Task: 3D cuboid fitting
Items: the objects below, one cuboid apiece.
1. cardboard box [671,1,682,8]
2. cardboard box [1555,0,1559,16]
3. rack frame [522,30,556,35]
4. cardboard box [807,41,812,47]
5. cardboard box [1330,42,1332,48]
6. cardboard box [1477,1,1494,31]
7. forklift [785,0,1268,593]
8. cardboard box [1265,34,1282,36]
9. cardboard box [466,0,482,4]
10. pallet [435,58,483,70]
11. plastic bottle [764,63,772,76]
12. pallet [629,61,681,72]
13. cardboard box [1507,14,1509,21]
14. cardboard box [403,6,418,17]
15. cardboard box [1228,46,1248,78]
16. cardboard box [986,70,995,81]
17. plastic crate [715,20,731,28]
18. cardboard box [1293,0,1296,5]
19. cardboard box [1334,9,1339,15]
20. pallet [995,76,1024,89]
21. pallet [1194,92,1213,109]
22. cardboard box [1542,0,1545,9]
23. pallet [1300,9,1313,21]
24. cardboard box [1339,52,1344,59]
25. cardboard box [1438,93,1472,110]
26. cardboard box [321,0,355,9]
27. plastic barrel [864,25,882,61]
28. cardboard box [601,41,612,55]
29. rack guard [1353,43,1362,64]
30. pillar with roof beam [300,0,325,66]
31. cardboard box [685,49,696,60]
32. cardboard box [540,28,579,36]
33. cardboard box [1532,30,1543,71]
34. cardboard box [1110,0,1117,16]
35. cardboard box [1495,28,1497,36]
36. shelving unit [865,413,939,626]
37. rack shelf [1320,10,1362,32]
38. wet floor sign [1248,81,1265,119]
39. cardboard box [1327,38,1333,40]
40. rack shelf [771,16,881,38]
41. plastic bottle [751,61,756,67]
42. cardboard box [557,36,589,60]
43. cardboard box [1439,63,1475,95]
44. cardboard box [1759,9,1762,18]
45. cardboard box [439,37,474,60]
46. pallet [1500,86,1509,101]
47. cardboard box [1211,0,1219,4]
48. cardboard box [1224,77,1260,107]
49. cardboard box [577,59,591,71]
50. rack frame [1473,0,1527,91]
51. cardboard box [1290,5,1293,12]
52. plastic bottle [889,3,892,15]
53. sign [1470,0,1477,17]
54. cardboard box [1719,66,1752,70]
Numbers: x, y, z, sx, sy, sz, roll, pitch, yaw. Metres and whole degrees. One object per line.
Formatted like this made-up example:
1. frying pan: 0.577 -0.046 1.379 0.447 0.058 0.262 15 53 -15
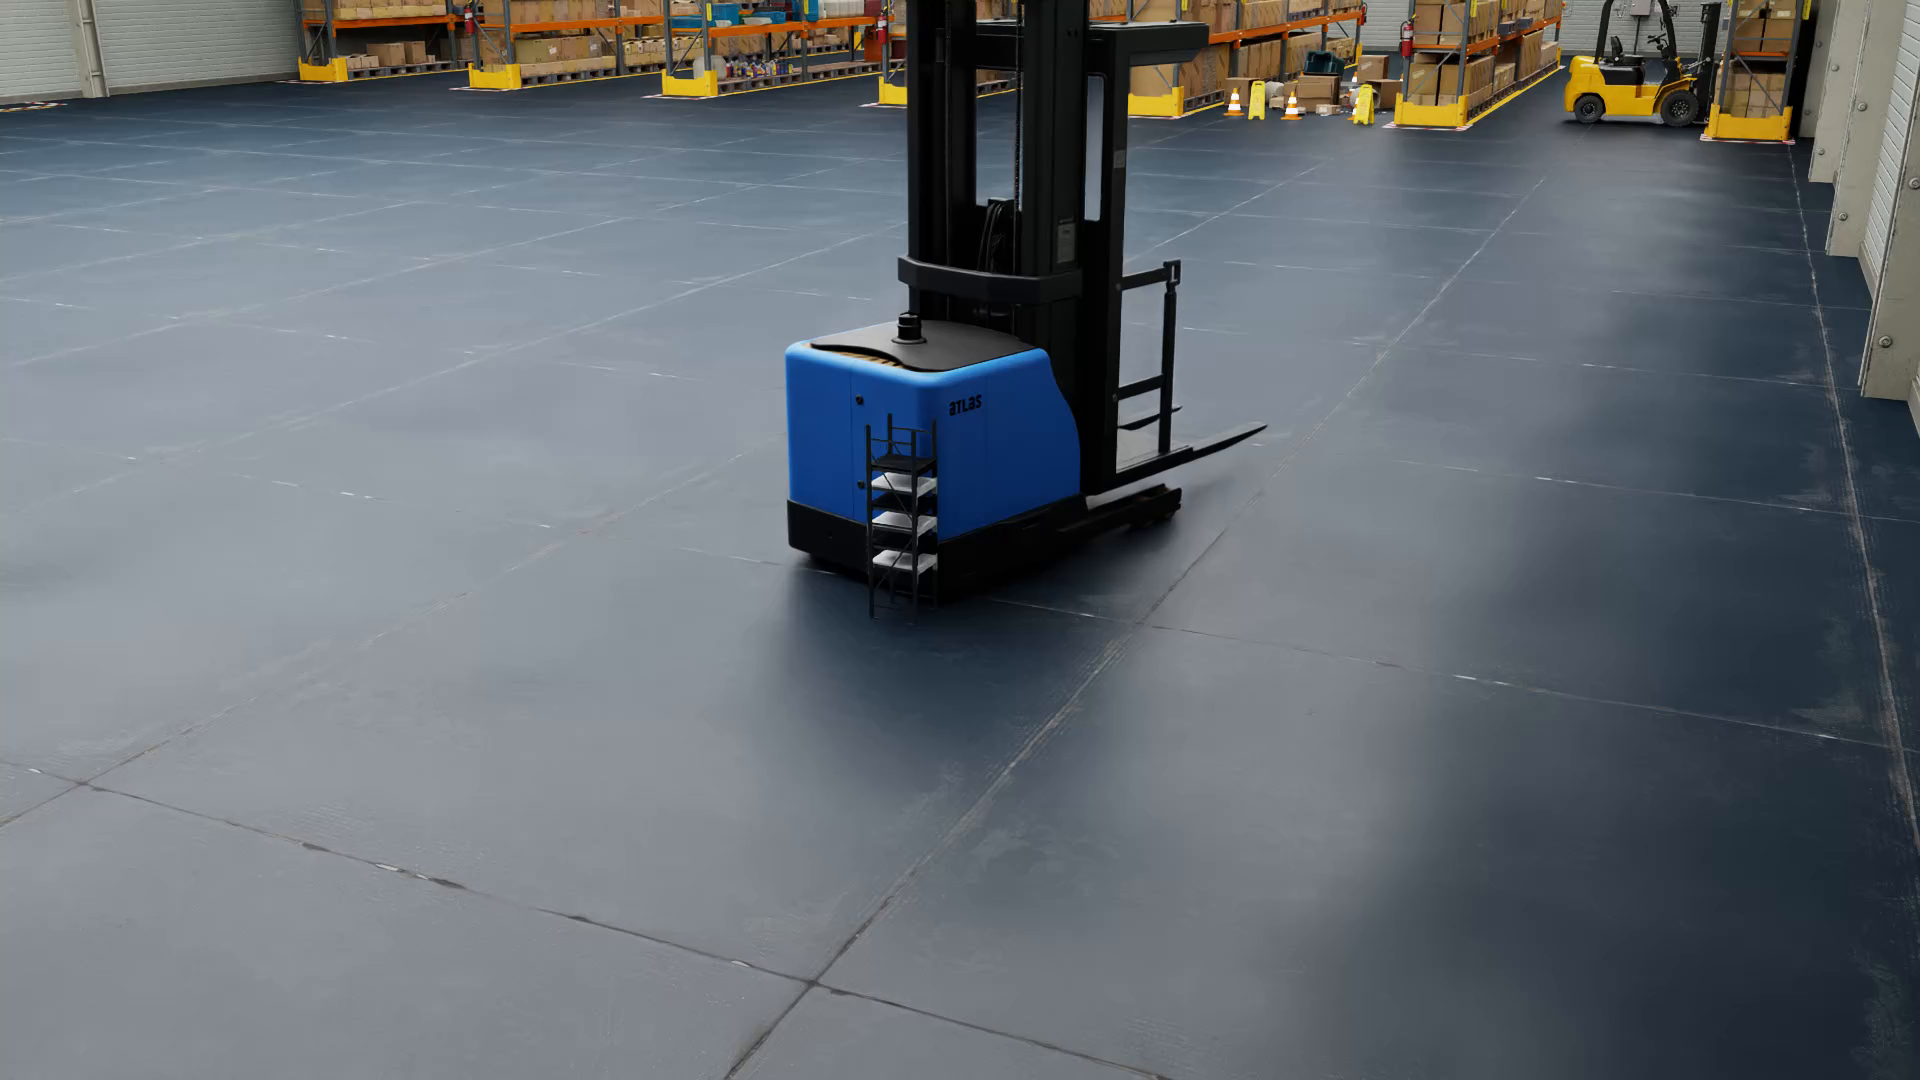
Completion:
1. cardboard box: -7.325 -13.389 41.774 0.500 0.311 0.500 8 21 22
2. cardboard box: 14.194 -12.957 40.276 0.500 0.500 0.500 9 22 24
3. rack frame: -11.303 -14.357 44.361 1.000 3.000 0.127 9 21 23
4. cardboard box: -4.430 -14.138 47.317 0.380 0.166 0.250 9 21 23
5. cardboard box: 9.017 -12.284 41.272 0.380 0.149 0.250 8 21 21
6. cardboard box: 9.289 -9.435 29.928 0.500 0.500 0.500 9 22 24
7. forklift: 0.524 -1.550 8.452 1.130 2.935 3.031 17 26 40
8. cardboard box: 7.198 -11.534 38.408 0.500 0.250 0.500 9 22 24
9. cardboard box: -12.466 -13.709 41.734 0.700 0.500 0.500 11 22 28
10. pallet: -12.624 -12.058 42.060 1.003 0.211 1.213 9 21 23
11. plastic bottle: -4.185 -10.255 36.237 0.152 0.276 0.135 9 21 24
12. pallet: -7.656 -11.746 41.183 1.003 0.211 1.213 9 21 23
13. cardboard box: 10.471 -10.185 32.380 0.380 0.149 0.250 9 21 24
14. cardboard box: -13.262 -12.579 39.557 0.500 0.250 0.500 8 21 22
15. cardboard box: 5.271 -9.723 34.064 1.050 0.750 0.750 8 21 22
16. cardboard box: 0.415 -9.998 35.209 0.500 0.500 0.500 8 21 21
17. plastic crate: -4.881 -10.657 34.351 0.298 0.136 0.250 9 21 23
18. cardboard box: 7.334 -12.111 37.352 0.380 0.149 0.250 8 21 21
19. cardboard box: 9.169 -13.080 41.148 0.380 0.149 0.250 9 21 24
20. pallet: 0.933 -10.019 36.326 1.003 0.211 1.213 9 21 23
21. pallet: 4.218 -8.473 31.980 1.003 0.211 1.213 9 21 23
22. cardboard box: 12.974 -12.177 37.711 0.500 0.250 0.500 9 21 23
23. pallet: 7.511 -12.126 38.377 1.003 0.211 1.213 9 21 23
24. cardboard box: 9.522 -12.311 42.236 0.380 0.149 0.250 9 21 24
25. cardboard box: 8.601 -7.623 28.905 0.500 0.250 0.500 8 21 22
26. cardboard box: -14.110 -12.308 37.675 0.500 0.500 0.500 9 21 23
27. plastic barrel: -2.080 -12.324 41.259 0.600 0.830 0.708 9 21 23
28. cardboard box: -8.516 -11.785 39.770 0.500 0.311 0.500 9 21 23
29. rack guard: 9.982 -12.851 43.857 1.175 0.500 0.348 9 21 23
30. pillar with roof beam: -11.154 -14.480 35.754 9.100 9.000 0.400 9 21 23
31. cardboard box: -6.983 -12.228 41.852 0.500 0.250 0.500 8 21 22
32. cardboard box: -10.882 -13.748 45.232 0.750 0.750 0.750 8 21 22
33. cardboard box: 12.752 -11.177 37.964 0.875 0.875 0.875 9 22 24
34. cardboard box: 3.533 -13.096 40.667 0.500 0.500 0.500 8 21 22
35. cardboard box: 9.803 -9.477 31.014 0.380 0.149 0.250 8 21 22
36. shelving unit: -0.255 -0.089 7.375 0.258 0.900 0.210 9 21 23
37. rack shelf: 9.194 -13.101 41.905 1.077 0.370 4.000 9 21 23
38. wet floor sign: 5.256 -7.771 29.356 0.267 0.644 0.232 5 20 13
39. cardboard box: 9.486 -12.972 43.209 0.380 0.149 0.250 9 21 24
40. rack shelf: -3.084 -12.047 38.940 1.077 0.370 4.000 9 21 23
41. plastic bottle: -4.561 -10.445 36.779 0.097 0.271 0.097 0 20 0
42. cardboard box: -8.828 -11.234 37.940 0.500 0.500 0.500 9 21 23
43. cardboard box: 8.611 -7.984 28.800 0.500 0.500 0.500 8 21 21
44. cardboard box: 12.675 -8.483 26.727 0.380 0.149 0.250 9 21 24
45. cardboard box: -12.655 -12.391 41.907 0.700 0.500 0.500 9 22 25
46. pallet: 10.472 -9.034 33.555 1.003 0.211 1.213 9 21 23
47. cardboard box: 4.451 -10.524 31.750 0.875 0.550 0.550 9 21 23
48. cardboard box: 5.400 -8.591 31.877 0.500 0.500 0.500 13 23 32
49. cardboard box: -8.816 -10.879 38.061 0.500 0.250 0.500 9 21 23
50. rack frame: 11.295 -10.958 34.804 1.000 3.000 0.127 9 21 23
51. cardboard box: 7.215 -11.877 37.136 0.380 0.149 0.250 10 22 25
52. plastic bottle: -1.720 -13.056 40.896 0.097 0.271 0.097 0 20 0
53. sign: 8.514 -8.846 27.573 0.100 0.325 0.005 9 21 23
54. cardboard box: 13.068 -7.856 28.066 0.500 0.250 0.500 8 21 22
